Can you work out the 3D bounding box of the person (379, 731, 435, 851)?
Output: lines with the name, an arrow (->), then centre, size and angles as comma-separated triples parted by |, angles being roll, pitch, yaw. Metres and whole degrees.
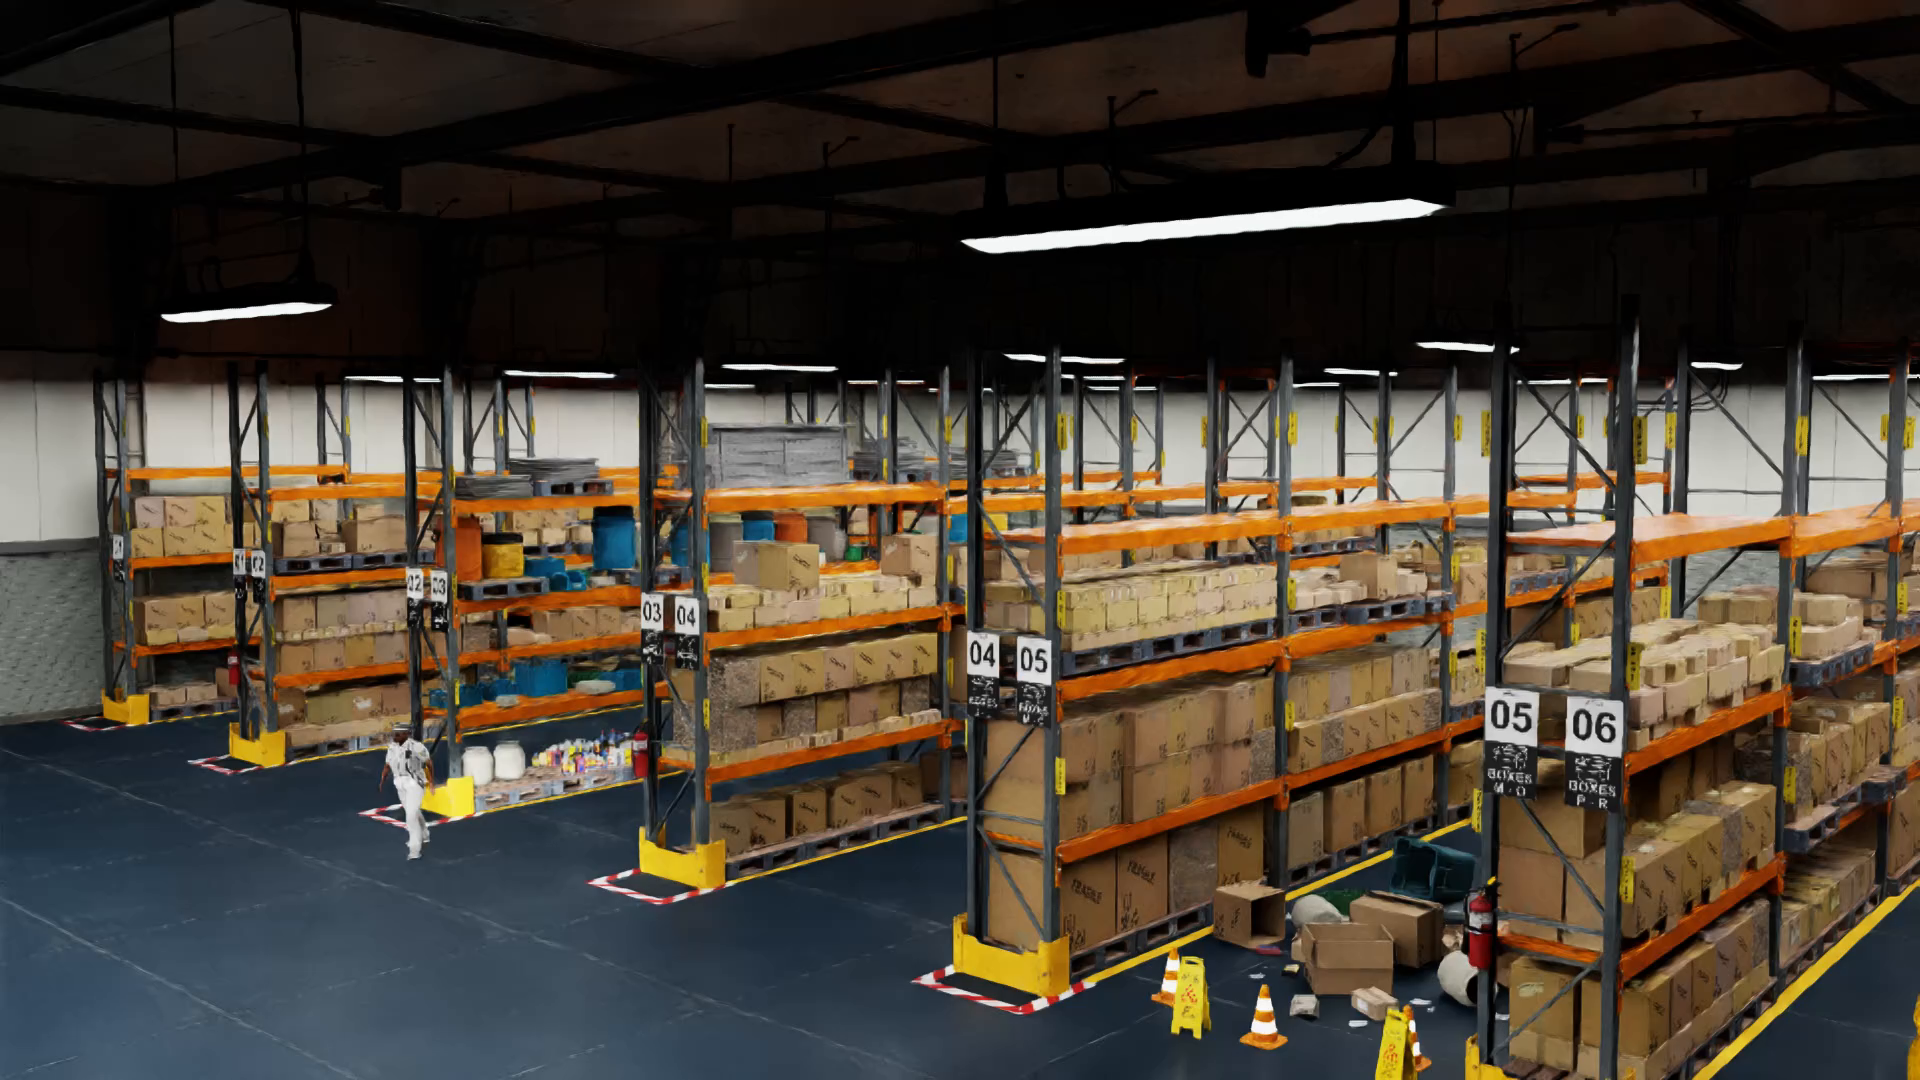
person -> -6.502, 2.882, 19.684 | 0.568, 1.524, 0.812 | 2, 5, 24
